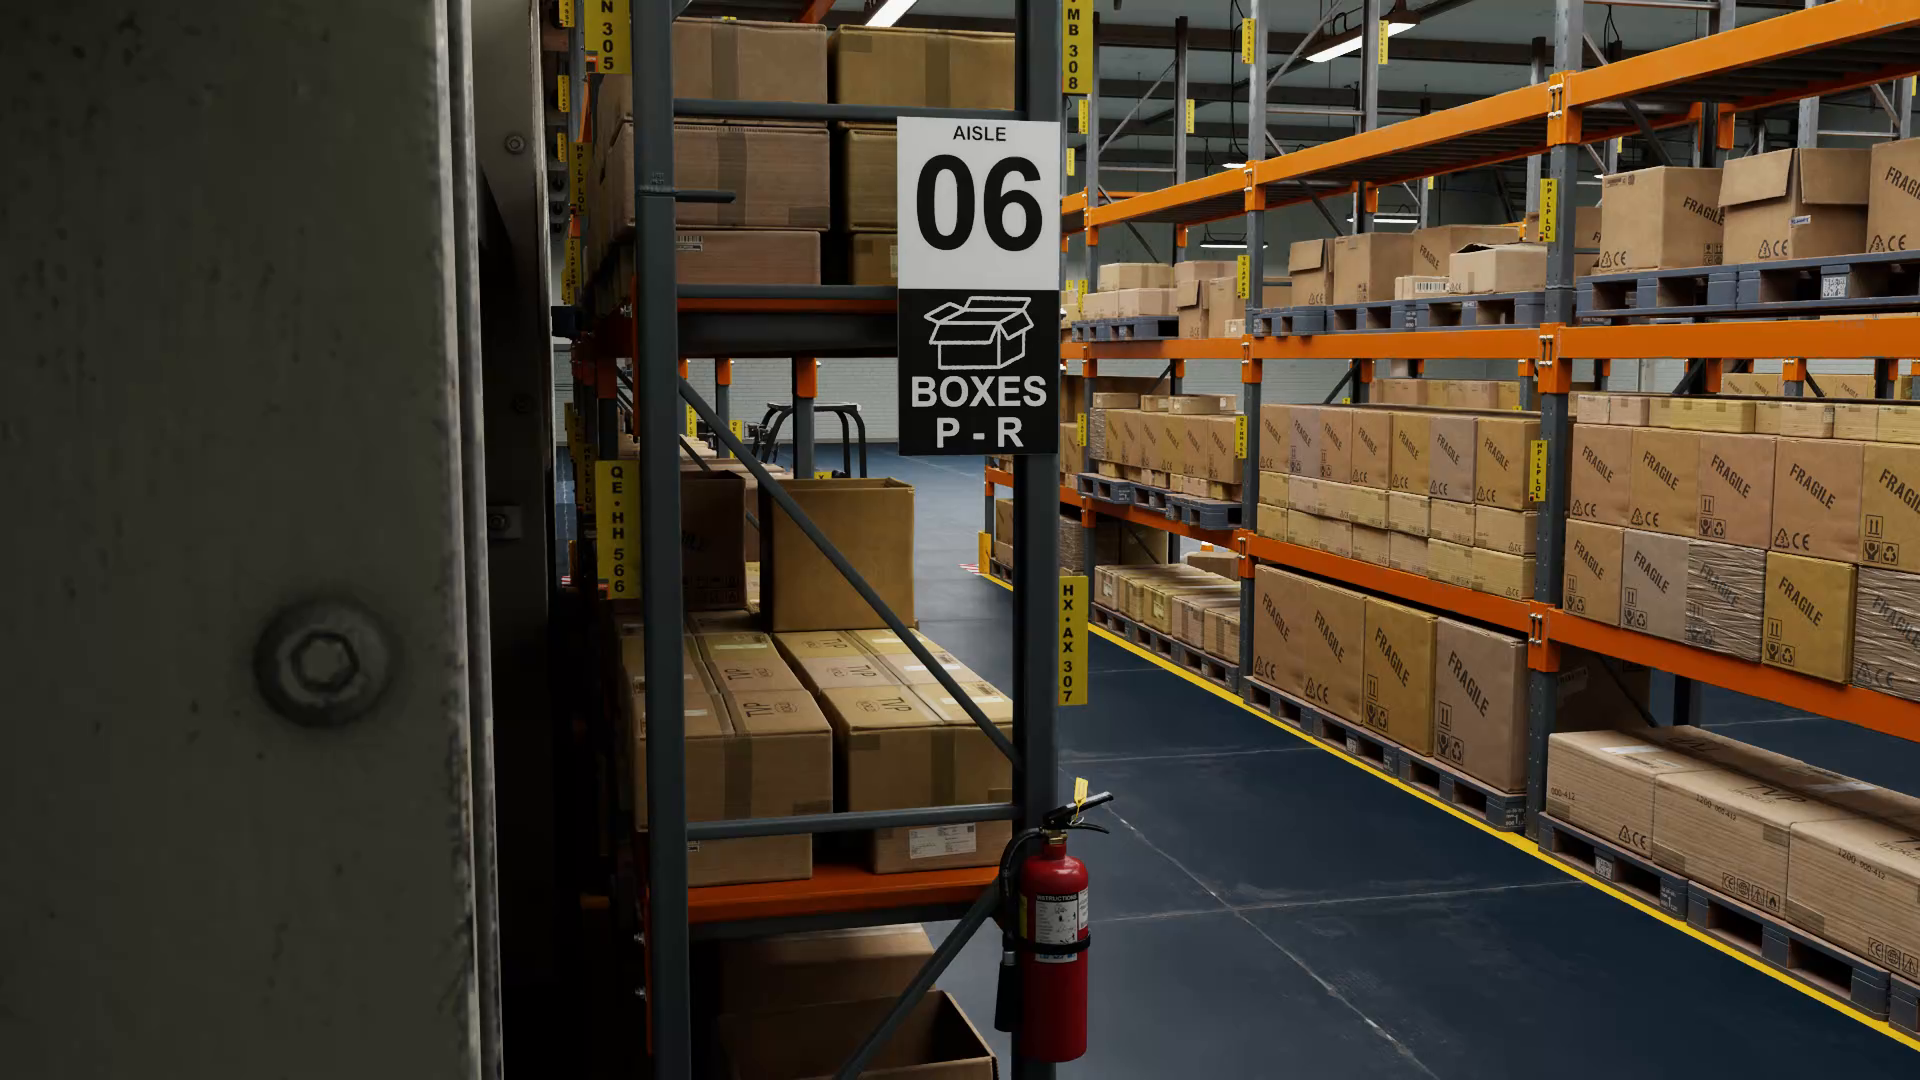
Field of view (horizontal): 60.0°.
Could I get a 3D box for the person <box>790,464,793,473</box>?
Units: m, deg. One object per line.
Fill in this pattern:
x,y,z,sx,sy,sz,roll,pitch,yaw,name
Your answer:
-1.527,0.114,15.680,0.388,1.698,0.443,-1,6,-13,person
